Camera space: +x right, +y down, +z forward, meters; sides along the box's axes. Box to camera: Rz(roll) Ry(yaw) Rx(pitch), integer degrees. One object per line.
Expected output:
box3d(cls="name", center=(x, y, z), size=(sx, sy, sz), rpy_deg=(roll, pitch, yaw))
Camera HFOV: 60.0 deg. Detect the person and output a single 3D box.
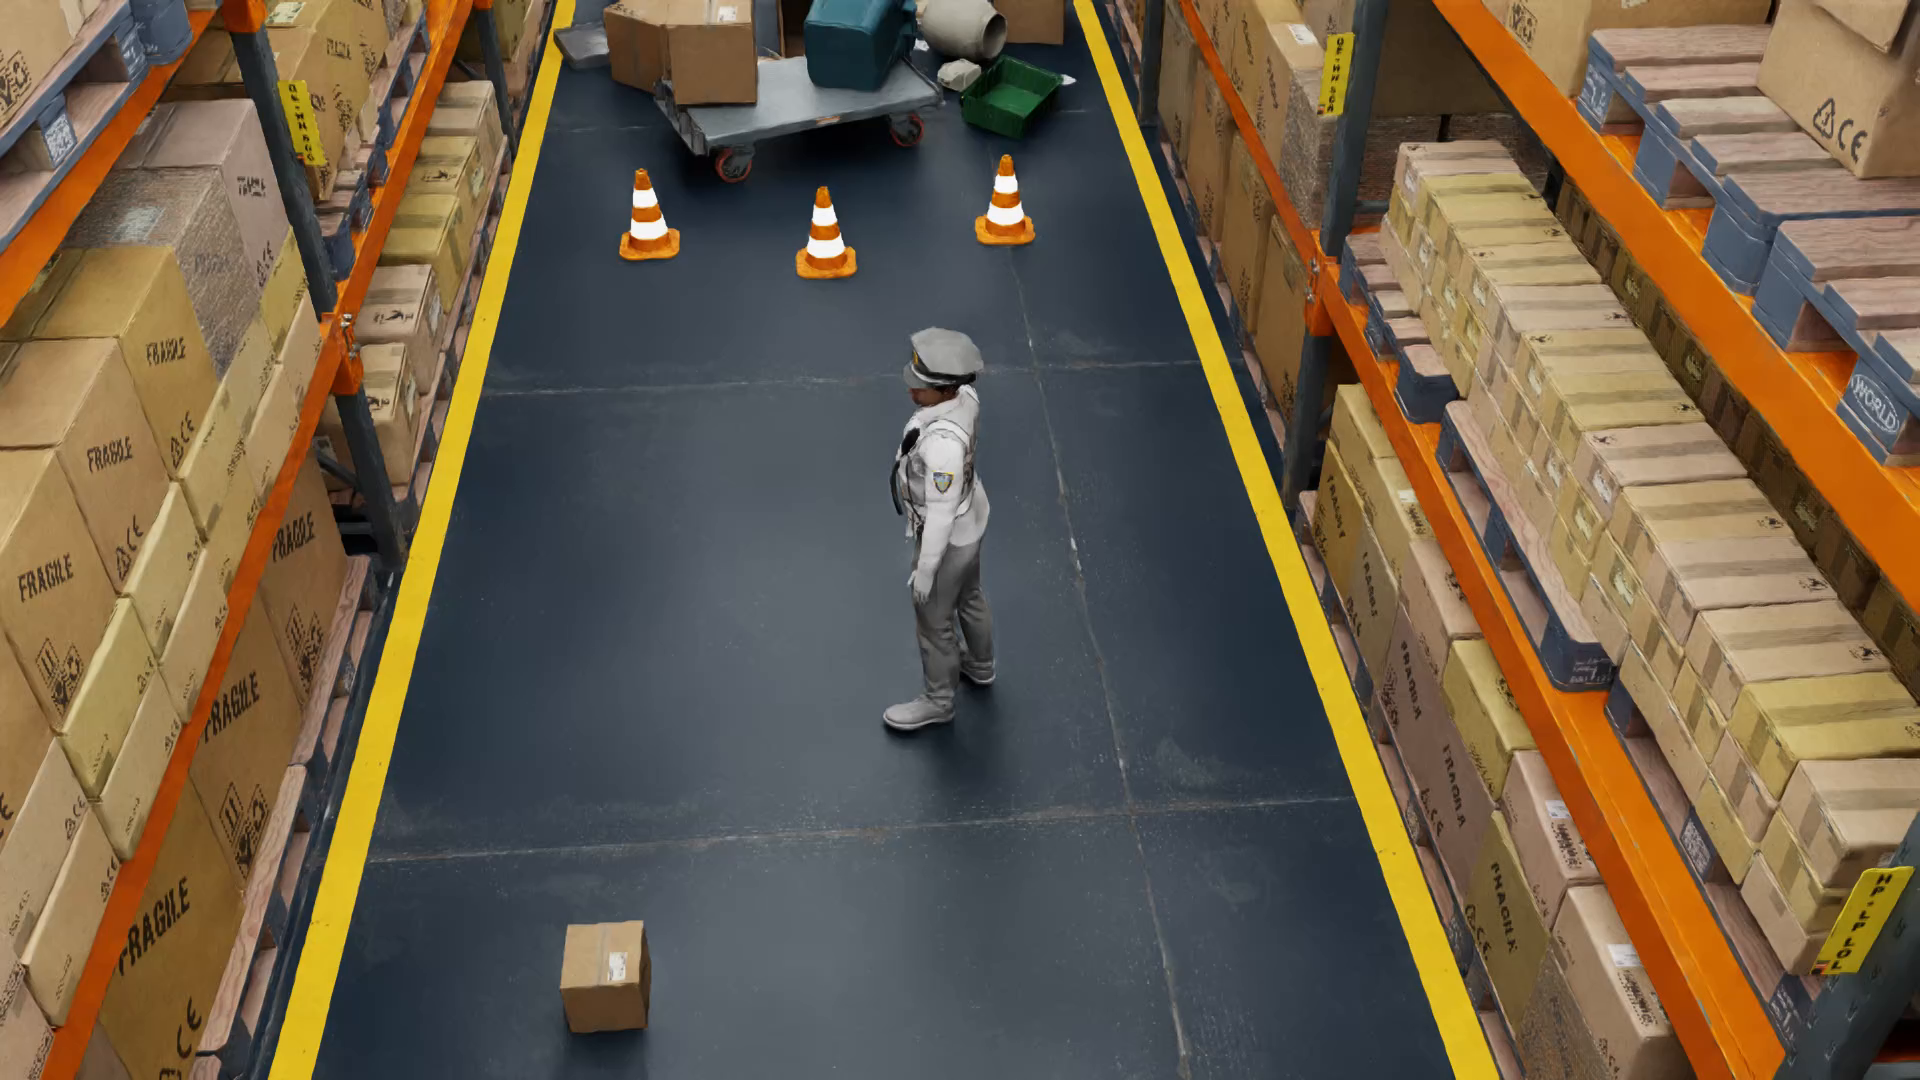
box3d(cls="person", center=(-0.070, -0.029, 6.142), size=(0.394, 1.678, 0.553), rpy_deg=(7, 40, 9))
